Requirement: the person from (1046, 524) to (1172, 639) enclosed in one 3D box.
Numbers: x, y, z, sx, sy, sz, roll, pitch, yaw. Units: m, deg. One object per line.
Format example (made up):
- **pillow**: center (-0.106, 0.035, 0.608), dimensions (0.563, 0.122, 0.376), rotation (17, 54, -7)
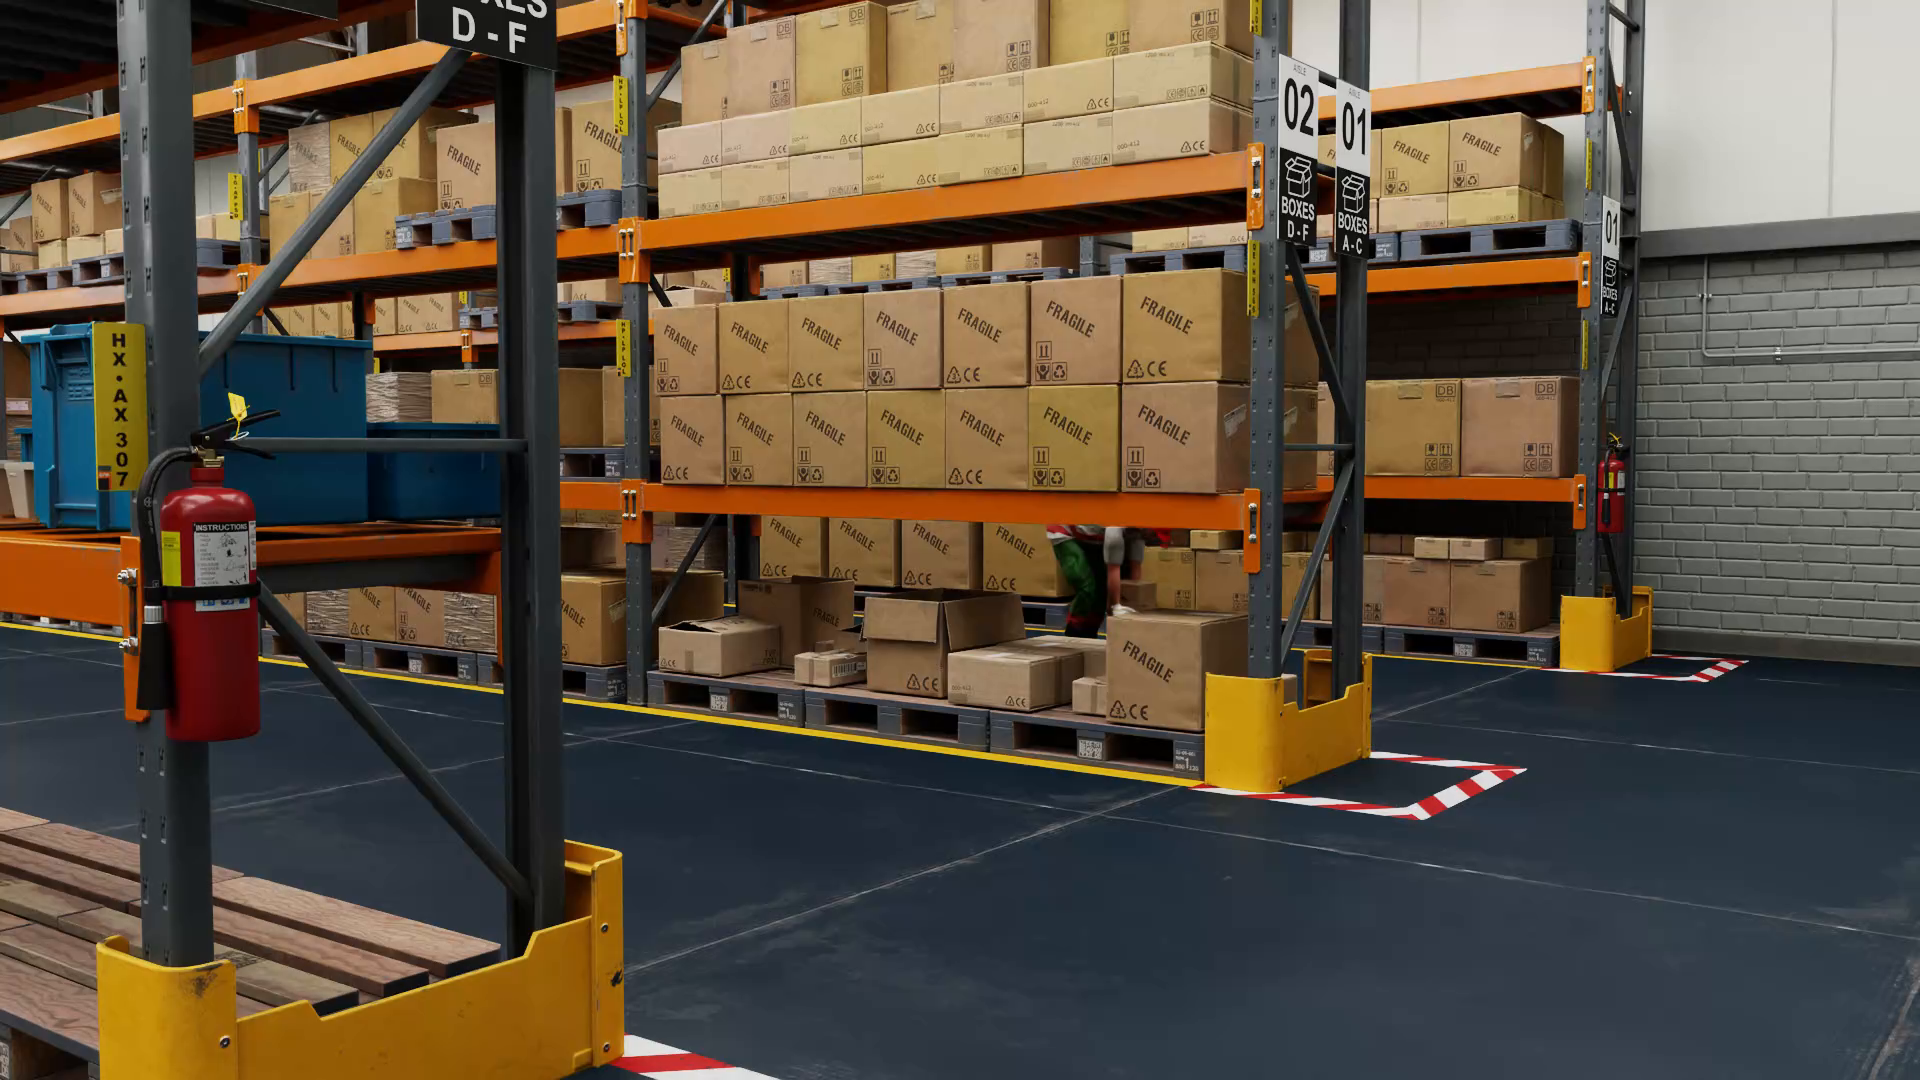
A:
- **person**: center (1.073, 0.294, 11.743), dimensions (0.962, 1.129, 0.495), rotation (2, 4, 34)
